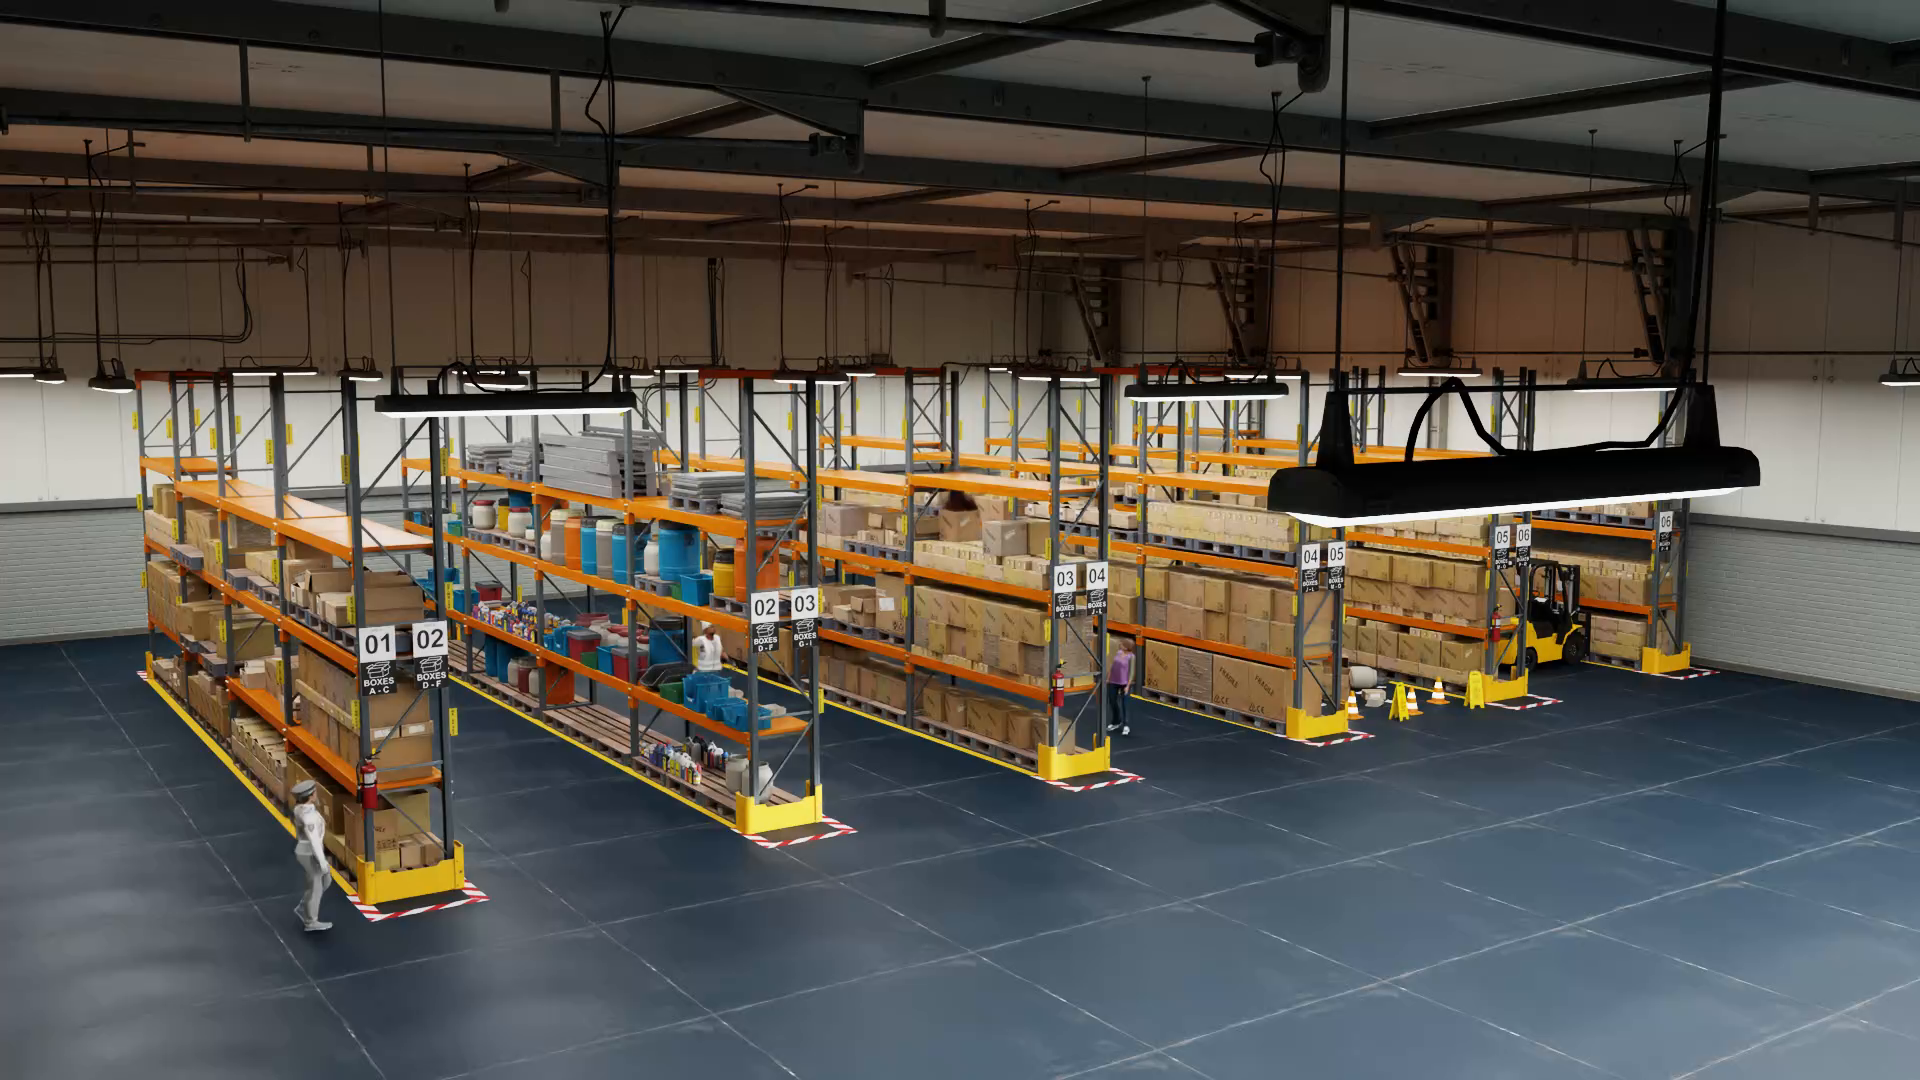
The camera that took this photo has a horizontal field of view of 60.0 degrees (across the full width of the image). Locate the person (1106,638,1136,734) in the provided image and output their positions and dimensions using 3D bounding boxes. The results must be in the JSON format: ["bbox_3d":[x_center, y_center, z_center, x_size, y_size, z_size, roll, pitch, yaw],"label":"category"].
[{"bbox_3d":[2.649,2.430,27.732,0.532,1.622,0.356,4,8,31],"label":"person"}]

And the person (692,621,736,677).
[{"bbox_3d":[-4.308,2.270,28.667,0.733,1.806,0.876,-4,8,-31],"label":"person"}]

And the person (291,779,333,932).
[{"bbox_3d":[-7.109,3.454,18.214,0.410,1.671,0.519,-2,7,-16],"label":"person"}]

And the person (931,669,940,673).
[{"bbox_3d":[-0.634,1.743,33.162,0.553,1.726,1.066,-5,8,-37],"label":"person"}]
